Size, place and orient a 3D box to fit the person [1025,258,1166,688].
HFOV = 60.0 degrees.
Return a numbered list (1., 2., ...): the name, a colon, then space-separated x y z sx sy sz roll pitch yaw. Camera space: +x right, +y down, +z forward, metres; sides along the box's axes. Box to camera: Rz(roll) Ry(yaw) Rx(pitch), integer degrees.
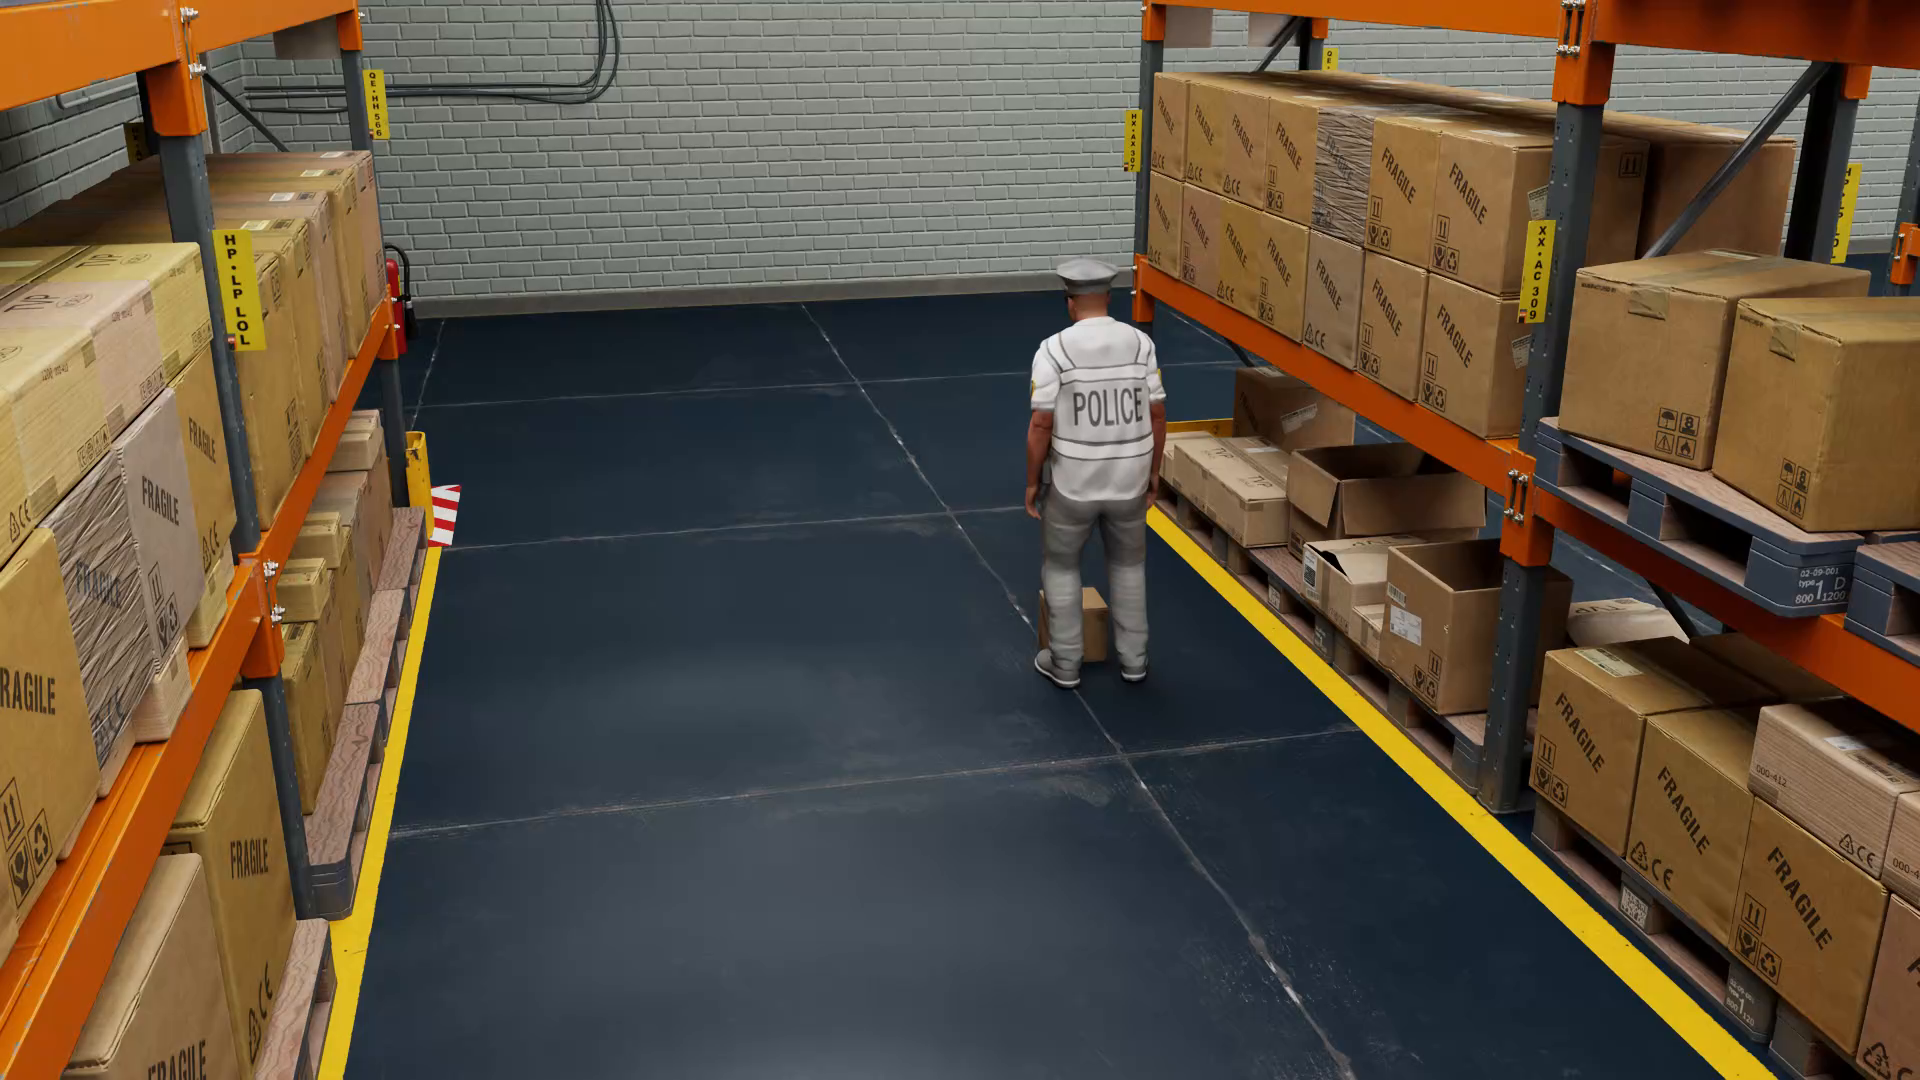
1. person: 0.548 -0.242 6.745 0.590 1.746 0.436 -4 20 -12
